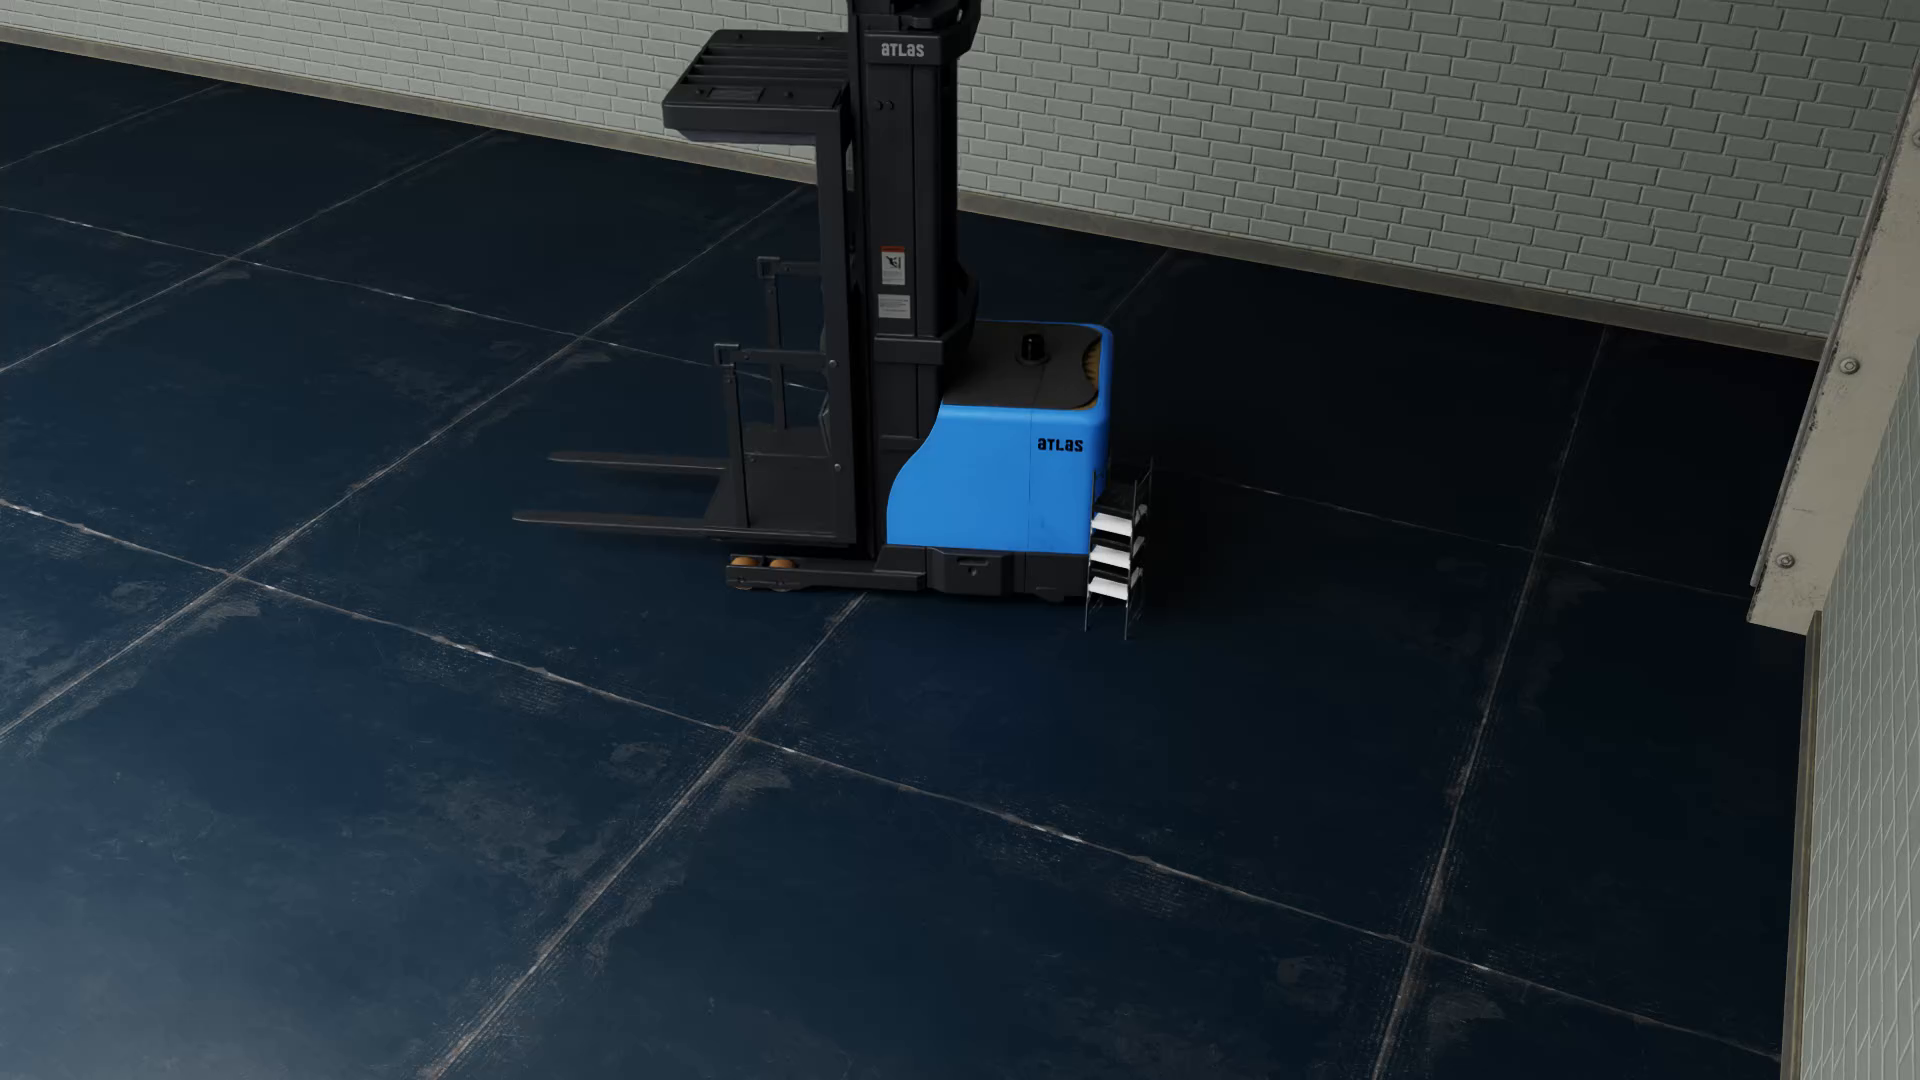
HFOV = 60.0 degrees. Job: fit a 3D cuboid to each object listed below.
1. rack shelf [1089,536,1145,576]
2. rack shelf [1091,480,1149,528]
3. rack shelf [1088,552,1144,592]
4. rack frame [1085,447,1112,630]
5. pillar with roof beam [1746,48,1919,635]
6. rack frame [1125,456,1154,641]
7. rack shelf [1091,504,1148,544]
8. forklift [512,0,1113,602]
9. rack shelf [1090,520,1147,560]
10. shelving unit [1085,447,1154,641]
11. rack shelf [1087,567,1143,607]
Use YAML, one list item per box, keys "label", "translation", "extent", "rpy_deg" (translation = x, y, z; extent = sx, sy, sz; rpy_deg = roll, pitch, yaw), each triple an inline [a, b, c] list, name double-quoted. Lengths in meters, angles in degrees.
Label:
- label: "rack shelf"
  translation: [0.752, 0.053, 7.909]
  extent: [0.200, 0.077, 0.258]
  rpy_deg: [14, 36, 20]
- label: "rack shelf"
  translation: [0.752, -0.173, 7.761]
  extent: [0.200, 0.077, 0.258]
  rpy_deg: [14, 36, 20]
- label: "rack shelf"
  translation: [0.752, 0.128, 7.958]
  extent: [0.200, 0.077, 0.258]
  rpy_deg: [14, 36, 20]
- label: "rack frame"
  translation: [0.660, 0.002, 7.926]
  extent: [0.006, 0.900, 0.240]
  rpy_deg: [14, 36, 20]
- label: "pillar with roof beam"
  translation: [0.163, -4.415, 7.277]
  extent: [9.100, 9.000, 0.400]
  rpy_deg: [14, 36, 20]
- label: "rack frame"
  translation: [0.845, 0.048, 7.855]
  extent: [0.006, 0.900, 0.240]
  rpy_deg: [14, 36, 20]
- label: "rack shelf"
  translation: [0.752, -0.097, 7.810]
  extent: [0.200, 0.077, 0.258]
  rpy_deg: [14, 36, 20]
- label: "forklift"
  translation: [-0.757, -1.249, 7.982]
  extent: [3.031, 2.935, 1.130]
  rpy_deg: [3, 33, 5]
- label: "rack shelf"
  translation: [0.752, -0.022, 7.860]
  extent: [0.200, 0.077, 0.258]
  rpy_deg: [14, 36, 20]
- label: "shelving unit"
  translation: [0.752, 0.025, 7.891]
  extent: [0.210, 0.900, 0.258]
  rpy_deg: [14, 36, 20]
- label: "rack shelf"
  translation: [0.752, 0.204, 8.008]
  extent: [0.200, 0.077, 0.258]
  rpy_deg: [14, 36, 20]
